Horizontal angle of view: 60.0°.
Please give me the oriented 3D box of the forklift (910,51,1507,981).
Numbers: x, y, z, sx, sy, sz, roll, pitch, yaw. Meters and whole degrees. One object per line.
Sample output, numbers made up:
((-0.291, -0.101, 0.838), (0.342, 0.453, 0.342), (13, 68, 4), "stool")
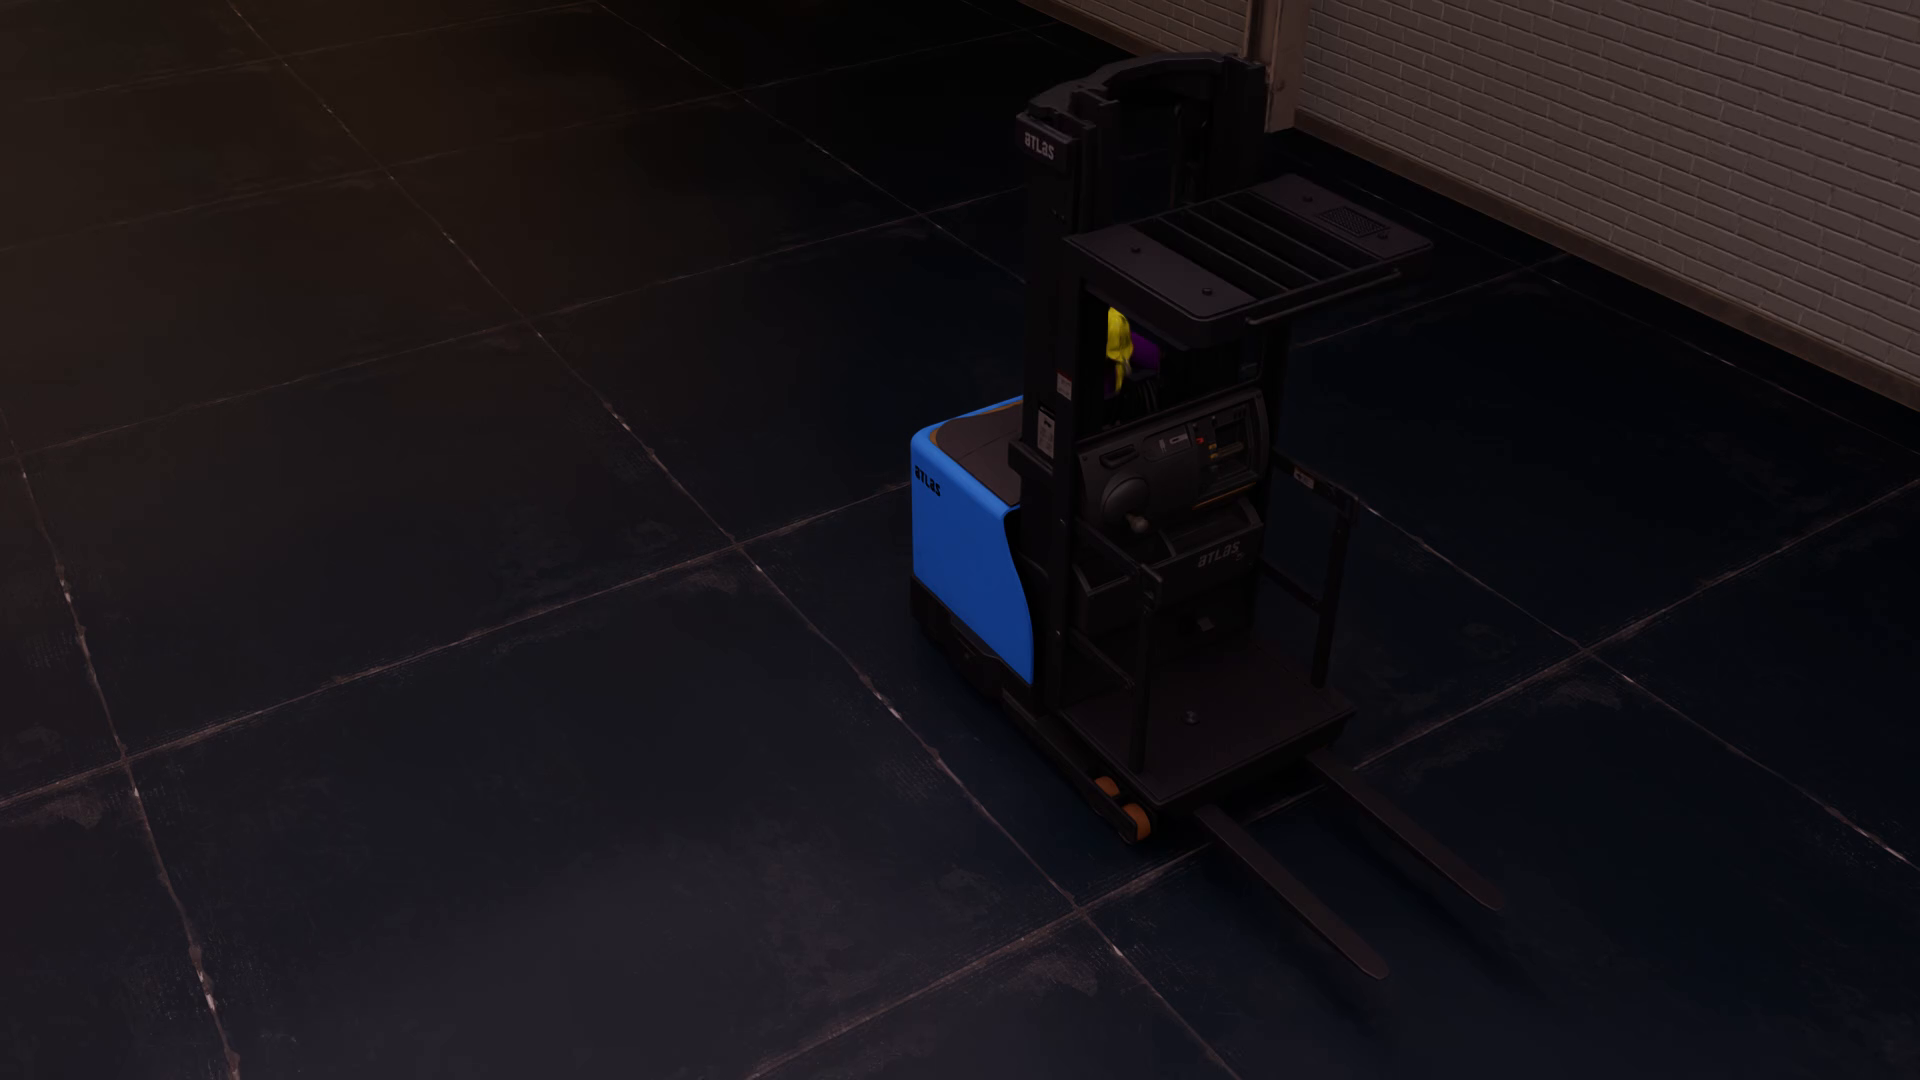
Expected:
((0.982, -0.253, 6.507), (1.130, 2.935, 3.031), (-20, 40, -26), "forklift")

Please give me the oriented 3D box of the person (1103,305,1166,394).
((0.753, -0.435, 7.943), (0.997, 1.522, 0.730), (-24, 42, -30), "person")
